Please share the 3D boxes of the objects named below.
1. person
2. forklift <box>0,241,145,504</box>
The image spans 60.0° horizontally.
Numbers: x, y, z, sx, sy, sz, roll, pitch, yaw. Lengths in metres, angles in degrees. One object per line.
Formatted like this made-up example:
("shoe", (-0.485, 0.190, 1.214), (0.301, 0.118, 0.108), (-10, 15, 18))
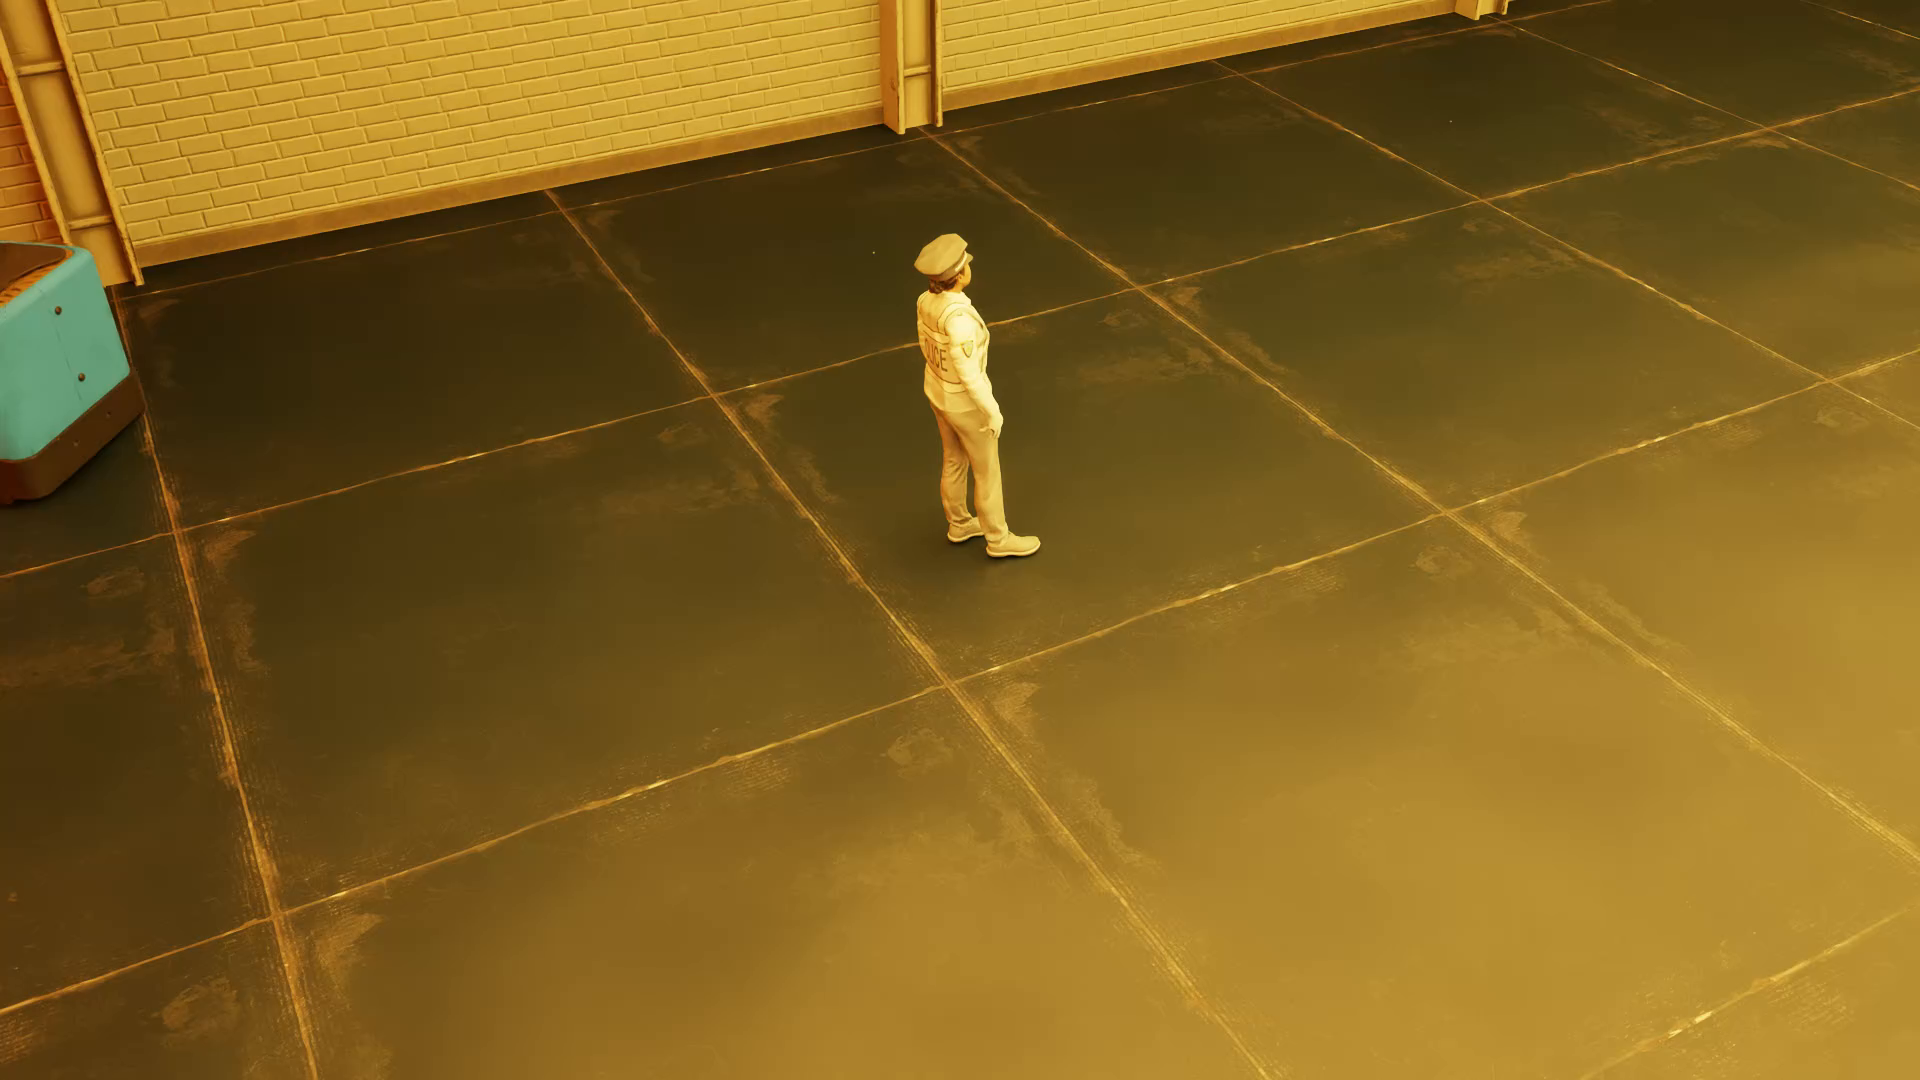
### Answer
("person", (0.064, -0.713, 8.190), (0.530, 1.694, 0.586), (-17, 39, -23))
("forklift", (-6.275, -1.787, 8.651), (3.031, 2.935, 1.130), (6, 36, 8))
